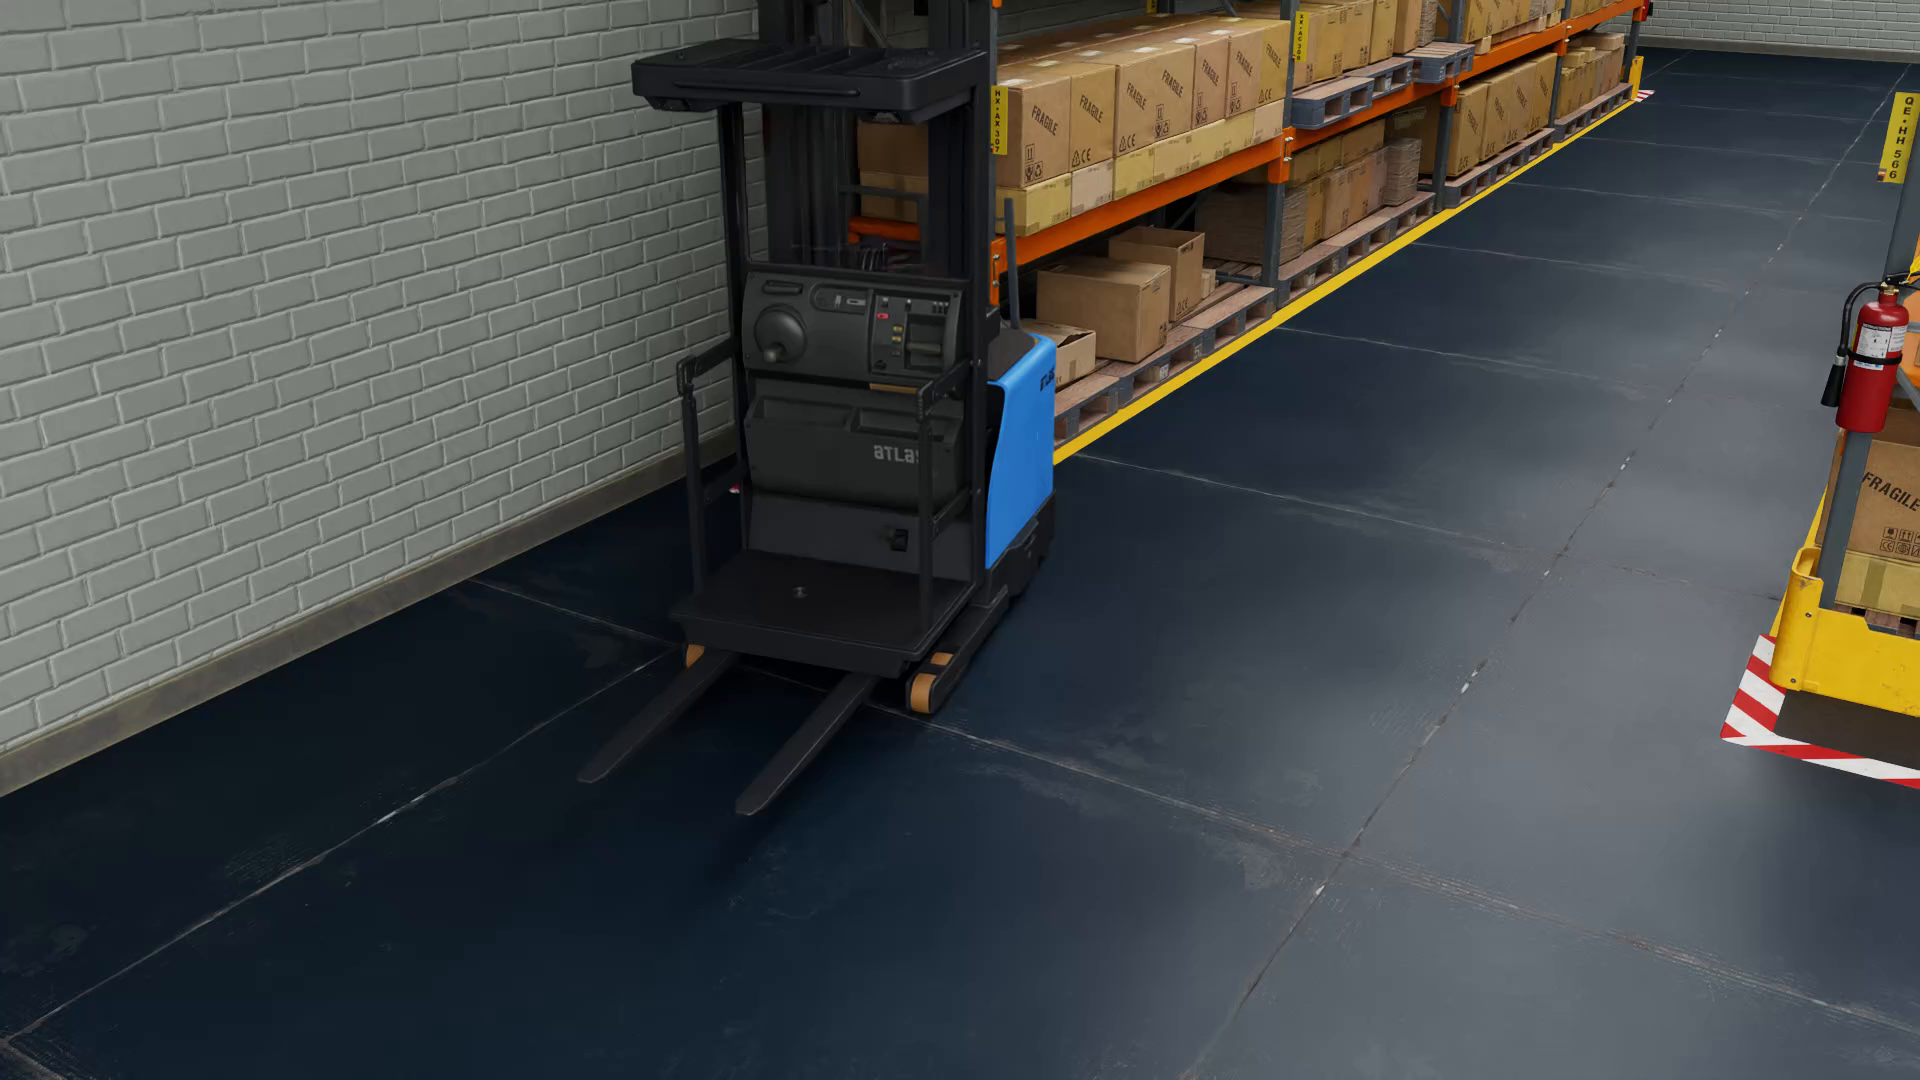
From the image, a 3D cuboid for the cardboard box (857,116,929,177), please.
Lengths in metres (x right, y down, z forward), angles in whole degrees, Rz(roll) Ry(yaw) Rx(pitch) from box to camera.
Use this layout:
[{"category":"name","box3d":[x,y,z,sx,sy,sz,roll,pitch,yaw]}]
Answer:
[{"category":"cardboard box","box3d":[-0.207,-2.252,8.896,0.500,0.500,0.500,14,27,28]}]

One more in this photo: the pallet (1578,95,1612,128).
[{"category":"pallet","box3d":[7.165,-5.188,19.969,1.003,0.211,1.213,14,27,29]}]

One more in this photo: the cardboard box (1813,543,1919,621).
[{"category":"cardboard box","box3d":[3.967,0.099,7.178,0.500,0.250,0.500,14,27,29]}]

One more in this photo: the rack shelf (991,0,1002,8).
[{"category":"rack shelf","box3d":[0.780,-3.485,9.655,1.077,0.370,4.000,14,27,29]}]

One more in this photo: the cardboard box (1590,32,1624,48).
[{"category":"cardboard box","box3d":[7.968,-6.169,20.525,0.380,0.149,0.250,14,27,28]}]

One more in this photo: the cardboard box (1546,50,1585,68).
[{"category":"cardboard box","box3d":[6.872,-5.466,18.901,0.380,0.149,0.250,15,28,31]}]

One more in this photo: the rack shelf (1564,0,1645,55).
[{"category":"rack shelf","box3d":[7.110,-6.159,19.607,1.077,0.370,4.000,14,27,29]}]

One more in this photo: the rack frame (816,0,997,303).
[{"category":"rack frame","box3d":[-0.275,-1.764,8.549,1.000,3.000,0.127,14,27,29]}]

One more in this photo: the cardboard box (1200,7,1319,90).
[{"category":"cardboard box","box3d":[2.132,-3.526,11.941,0.700,0.500,0.500,14,27,29]}]

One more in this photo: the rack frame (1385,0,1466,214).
[{"category":"rack frame","box3d":[3.945,-4.464,14.786,1.000,3.000,0.127,14,27,29]}]

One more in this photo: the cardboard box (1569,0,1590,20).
[{"category":"cardboard box","box3d":[6.355,-6.131,18.260,0.980,0.700,0.700,14,27,30]}]

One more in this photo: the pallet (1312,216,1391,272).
[{"category":"pallet","box3d":[2.887,-2.511,13.784,1.003,0.211,1.213,14,27,29]}]

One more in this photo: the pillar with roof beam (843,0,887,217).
[{"category":"pillar with roof beam","box3d":[3.017,-4.032,6.238,9.100,9.000,0.400,14,27,29]}]

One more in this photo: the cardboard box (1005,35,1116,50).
[{"category":"cardboard box","box3d":[0.602,-2.765,10.082,0.500,0.500,0.500,14,27,30]}]

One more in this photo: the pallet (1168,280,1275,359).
[{"category":"pallet","box3d":[1.511,-1.600,11.681,1.003,0.211,1.213,14,27,29]}]

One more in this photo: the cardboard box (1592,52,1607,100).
[{"category":"cardboard box","box3d":[7.352,-5.614,20.060,0.700,0.500,0.500,13,27,27]}]

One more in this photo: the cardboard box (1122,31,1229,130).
[{"category":"cardboard box","box3d":[1.315,-2.837,10.247,0.500,0.500,0.500,13,27,27]}]

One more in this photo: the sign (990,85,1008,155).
[{"category":"sign","box3d":[0.186,-2.048,8.115,0.100,0.325,0.005,14,27,29]}]

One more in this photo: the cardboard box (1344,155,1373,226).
[{"category":"cardboard box","box3d":[3.001,-2.942,13.862,0.700,0.500,0.500,14,27,29]}]

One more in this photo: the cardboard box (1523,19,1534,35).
[{"category":"cardboard box","box3d":[5.554,-5.196,16.769,0.380,0.149,0.250,14,27,29]}]

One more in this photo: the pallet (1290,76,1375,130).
[{"category":"pallet","box3d":[2.362,-3.253,12.231,1.003,0.211,1.213,14,27,29]}]

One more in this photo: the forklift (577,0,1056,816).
[{"category":"forklift","box3d":[-0.510,-0.831,6.481,1.130,2.935,3.031,8,25,18]}]

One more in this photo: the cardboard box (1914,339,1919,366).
[{"category":"cardboard box","box3d":[4.193,-0.928,6.492,0.700,0.500,0.500,14,27,29]}]

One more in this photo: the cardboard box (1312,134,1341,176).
[{"category":"cardboard box","box3d":[2.710,-3.091,13.262,0.500,0.250,0.500,13,27,27]}]

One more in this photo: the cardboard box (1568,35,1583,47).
[{"category":"cardboard box","box3d":[7.378,-6.079,20.318,0.380,0.149,0.250,14,27,29]}]

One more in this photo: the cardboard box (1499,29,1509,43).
[{"category":"cardboard box","box3d":[5.115,-4.941,16.178,0.380,0.149,0.250,14,27,29]}]

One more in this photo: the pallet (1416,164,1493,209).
[{"category":"pallet","box3d":[4.425,-3.435,15.918,1.003,0.211,1.213,14,27,29]}]

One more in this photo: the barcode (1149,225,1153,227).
[{"category":"barcode","box3d":[1.346,-2.184,11.708,0.001,0.075,0.075,14,27,29]}]

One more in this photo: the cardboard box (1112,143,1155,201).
[{"category":"cardboard box","box3d":[0.788,-2.151,9.608,0.500,0.250,0.500,13,27,28]}]

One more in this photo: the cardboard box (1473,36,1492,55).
[{"category":"cardboard box","box3d":[4.668,-4.576,15.335,0.380,0.149,0.250,15,27,31]}]

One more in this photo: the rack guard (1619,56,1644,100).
[{"category":"rack guard","box3d":[8.178,-6.025,21.539,1.175,0.500,0.348,14,27,29]}]

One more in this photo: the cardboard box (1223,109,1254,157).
[{"category":"cardboard box","box3d":[1.573,-2.665,10.793,0.500,0.250,0.500,14,27,29]}]

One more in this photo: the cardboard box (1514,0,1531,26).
[{"category":"cardboard box","box3d":[5.234,-5.285,16.158,0.500,0.500,0.500,15,27,30]}]

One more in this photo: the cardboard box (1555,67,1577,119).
[{"category":"cardboard box","box3d":[6.537,-5.091,18.851,0.700,0.500,0.500,14,27,30]}]

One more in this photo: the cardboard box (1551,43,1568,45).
[{"category":"cardboard box","box3d":[6.976,-5.821,19.721,0.380,0.149,0.250,13,27,28]}]

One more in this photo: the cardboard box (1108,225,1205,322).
[{"category":"cardboard box","box3d":[1.322,-1.810,11.248,0.500,0.500,0.500,12,26,25]}]

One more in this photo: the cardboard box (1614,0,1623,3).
[{"category":"cardboard box","box3d":[7.530,-6.880,19.989,0.980,0.700,0.700,14,27,29]}]

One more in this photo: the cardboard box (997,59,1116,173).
[{"category":"cardboard box","box3d":[0.501,-2.311,9.033,0.500,0.500,0.500,14,27,29]}]

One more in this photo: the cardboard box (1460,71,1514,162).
[{"category":"cardboard box","box3d":[4.912,-4.185,16.320,0.750,0.750,0.750,14,27,29]}]

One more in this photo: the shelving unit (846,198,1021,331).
[{"category":"shelving unit","box3d":[-0.075,-0.834,8.212,0.538,1.500,1.048,3,23,17]}]

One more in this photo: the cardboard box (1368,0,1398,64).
[{"category":"cardboard box","box3d":[3.067,-4.126,13.326,0.700,0.500,0.500,14,27,29]}]

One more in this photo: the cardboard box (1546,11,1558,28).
[{"category":"cardboard box","box3d":[6.004,-5.444,17.342,0.380,0.149,0.250,14,27,30]}]

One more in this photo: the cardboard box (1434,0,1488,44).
[{"category":"cardboard box","box3d":[4.419,-4.766,14.958,0.500,0.500,0.500,15,27,30]}]

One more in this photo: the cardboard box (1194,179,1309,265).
[{"category":"cardboard box","box3d":[2.209,-2.421,12.659,0.700,0.500,0.500,15,28,31]}]

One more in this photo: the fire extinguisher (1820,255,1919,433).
[{"category":"fire extinguisher","box3d":[3.479,-0.749,6.302,0.296,0.674,0.183,14,27,29]}]

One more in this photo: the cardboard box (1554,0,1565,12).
[{"category":"cardboard box","box3d":[6.026,-5.797,17.340,0.500,0.500,0.500,13,27,28]}]

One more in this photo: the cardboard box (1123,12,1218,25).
[{"category":"cardboard box","box3d":[1.410,-3.284,11.279,0.500,0.500,0.500,13,27,28]}]
